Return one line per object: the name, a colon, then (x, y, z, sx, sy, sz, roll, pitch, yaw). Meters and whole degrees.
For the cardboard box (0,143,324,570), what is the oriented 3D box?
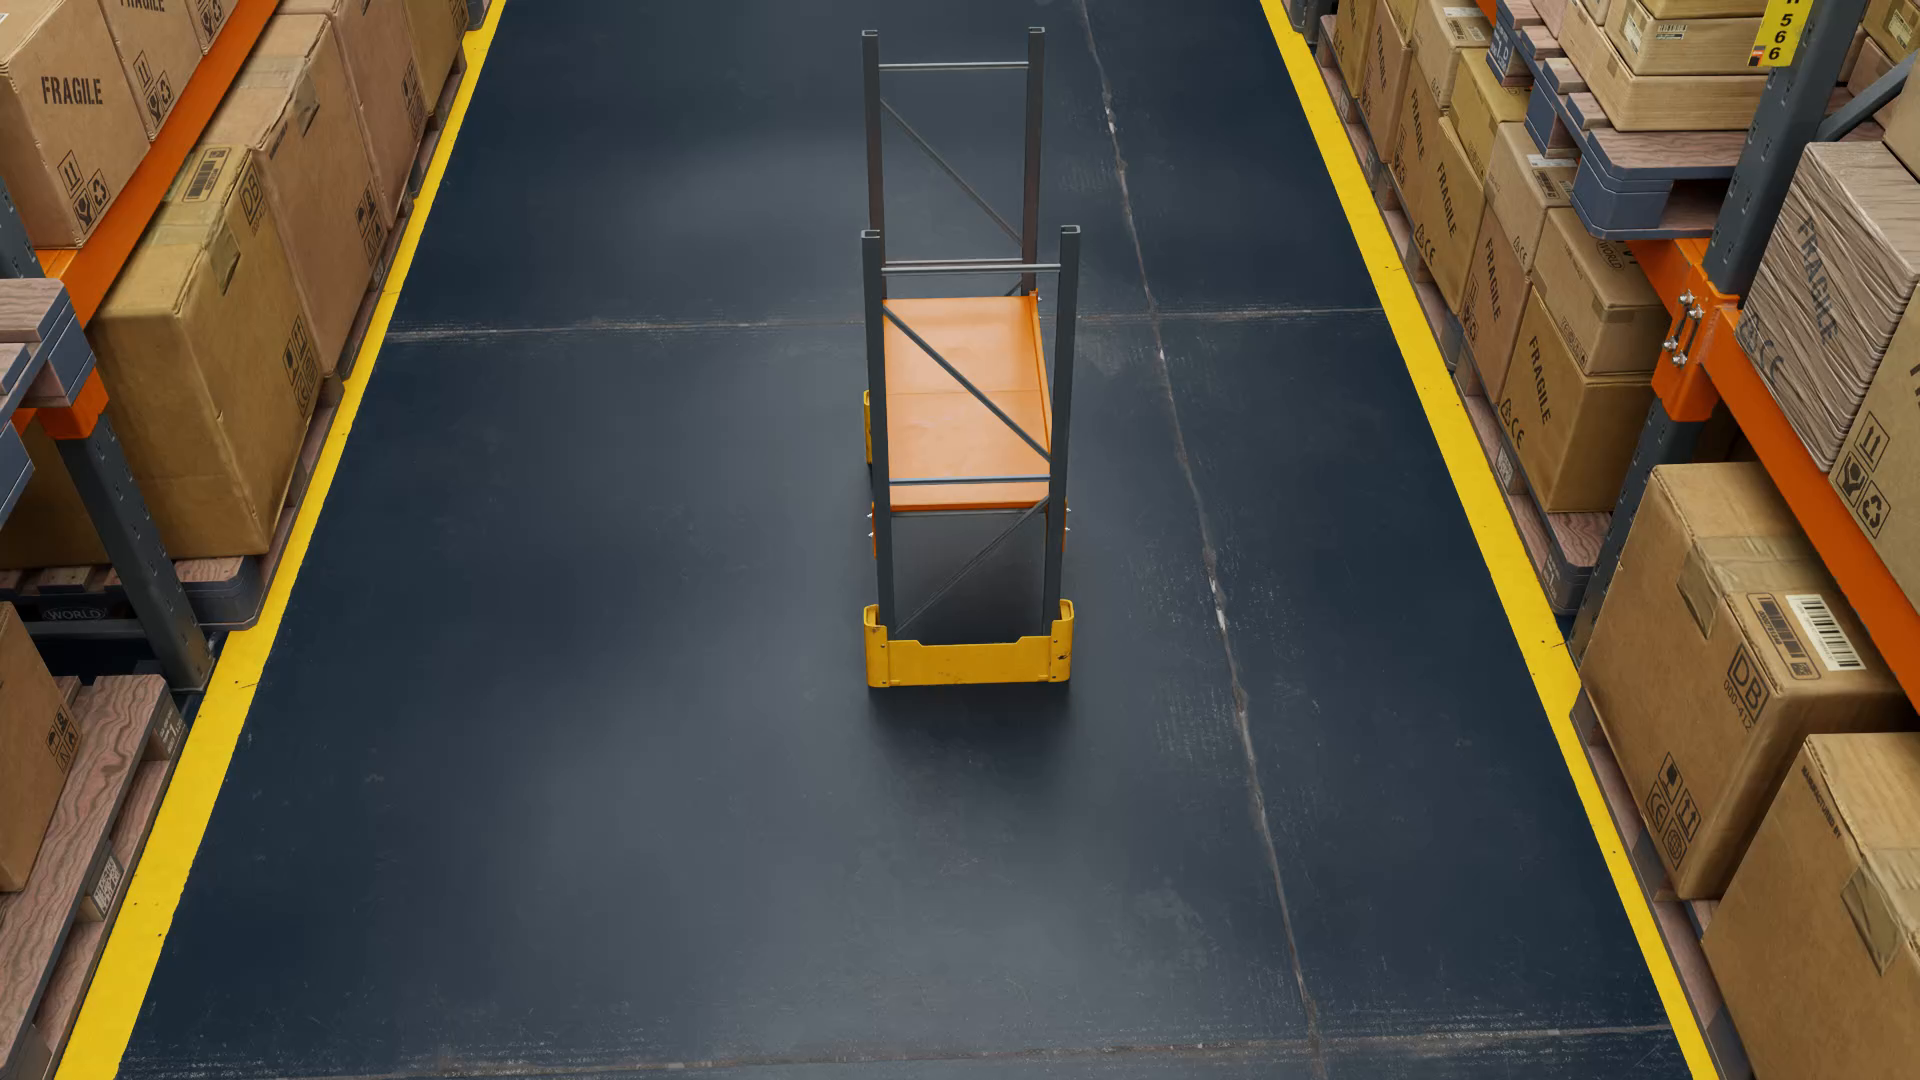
cardboard box: (-2.679, -0.531, 4.871, 1.225, 0.875, 0.875, -3, 43, -4)

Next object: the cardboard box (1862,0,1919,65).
cardboard box: (2.470, -1.271, 4.072, 0.380, 0.149, 0.250, 0, 43, 0)

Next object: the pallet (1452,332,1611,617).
pallet: (2.258, -0.267, 5.385, 1.003, 0.211, 1.213, -2, 43, -2)

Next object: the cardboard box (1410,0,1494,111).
cardboard box: (1.930, -1.767, 5.942, 0.500, 0.250, 0.500, 0, 43, 0)

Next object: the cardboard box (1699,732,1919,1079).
cardboard box: (2.266, 0.911, 3.390, 1.050, 0.750, 0.750, -1, 43, -1)

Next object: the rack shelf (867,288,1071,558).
rack shelf: (0.004, -0.363, 4.802, 0.538, 0.185, 1.000, -2, 43, -2)

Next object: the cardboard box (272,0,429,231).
cardboard box: (-2.754, -1.730, 6.180, 1.225, 0.875, 0.875, -3, 43, -3)

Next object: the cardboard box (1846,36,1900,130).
cardboard box: (2.472, -1.137, 4.146, 0.380, 0.149, 0.250, -2, 43, -2)

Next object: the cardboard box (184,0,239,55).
cardboard box: (-2.468, -1.760, 4.876, 0.500, 0.500, 0.500, -2, 43, -3)

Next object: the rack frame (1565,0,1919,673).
rack frame: (2.290, -0.767, 3.867, 1.000, 3.000, 0.127, -2, 43, -2)

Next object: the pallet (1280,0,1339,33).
pallet: (2.056, -2.892, 8.249, 1.003, 0.211, 1.213, -2, 43, -2)

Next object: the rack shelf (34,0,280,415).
rack shelf: (-2.755, -1.778, 5.502, 1.077, 0.370, 4.000, -2, 43, -2)

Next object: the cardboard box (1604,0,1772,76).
cardboard box: (1.814, -1.260, 4.059, 0.380, 0.149, 0.250, -1, 43, -1)

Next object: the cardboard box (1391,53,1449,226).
cardboard box: (1.946, -1.484, 6.188, 0.500, 0.500, 0.500, -1, 43, -1)

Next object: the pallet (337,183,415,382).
pallet: (-2.677, -1.021, 6.208, 1.003, 0.211, 1.213, -2, 43, -2)

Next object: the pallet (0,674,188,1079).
pallet: (-2.638, 0.862, 4.153, 1.003, 0.211, 1.213, -2, 43, -2)

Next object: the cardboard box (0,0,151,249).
cardboard box: (-2.419, -1.066, 4.119, 0.500, 0.500, 0.500, 0, 43, -1)

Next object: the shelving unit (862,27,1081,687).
shelving unit: (0.003, -0.501, 4.687, 0.587, 1.500, 1.083, -2, 43, -2)

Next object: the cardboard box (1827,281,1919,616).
cardboard box: (2.063, -0.150, 3.120, 0.500, 0.500, 0.500, -2, 43, -2)

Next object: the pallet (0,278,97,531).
pallet: (-2.533, -0.144, 3.330, 1.213, 0.211, 1.003, -2, 43, -2)

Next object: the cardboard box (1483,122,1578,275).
cardboard box: (1.966, -1.072, 5.184, 0.500, 0.250, 0.500, -1, 43, -1)

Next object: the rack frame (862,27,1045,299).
rack frame: (-0.018, -0.838, 5.055, 0.500, 1.500, 0.032, -2, 43, -2)

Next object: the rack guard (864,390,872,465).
rack guard: (-0.018, -0.377, 5.476, 0.587, 0.250, 0.087, -2, 43, -2)

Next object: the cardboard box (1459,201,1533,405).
cardboard box: (1.982, -0.788, 5.429, 0.500, 0.500, 0.500, 0, 43, 0)

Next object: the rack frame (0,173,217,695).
rack frame: (-2.670, -0.693, 3.786, 1.000, 3.000, 0.127, -2, 43, -2)

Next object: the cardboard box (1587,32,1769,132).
cardboard box: (1.809, -1.149, 4.159, 0.380, 0.149, 0.250, -1, 43, -1)

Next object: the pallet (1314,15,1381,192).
pallet: (2.154, -1.914, 7.182, 1.003, 0.211, 1.213, -2, 43, -2)

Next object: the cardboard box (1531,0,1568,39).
cardboard box: (1.789, -1.491, 4.532, 0.380, 0.149, 0.250, -1, 43, -1)

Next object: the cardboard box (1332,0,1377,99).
cardboard box: (1.886, -2.195, 6.963, 0.500, 0.500, 0.500, 0, 43, 0)

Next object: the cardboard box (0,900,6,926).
cardboard box: (-2.585, 0.892, 3.581, 0.700, 0.500, 0.500, -5, 43, -5)

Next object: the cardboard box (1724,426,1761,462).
cardboard box: (2.514, -0.486, 5.099, 0.500, 0.500, 0.500, -3, 43, -4)

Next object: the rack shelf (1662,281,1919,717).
rack shelf: (2.375, 0.848, 2.637, 1.077, 0.370, 4.000, -2, 43, -2)
